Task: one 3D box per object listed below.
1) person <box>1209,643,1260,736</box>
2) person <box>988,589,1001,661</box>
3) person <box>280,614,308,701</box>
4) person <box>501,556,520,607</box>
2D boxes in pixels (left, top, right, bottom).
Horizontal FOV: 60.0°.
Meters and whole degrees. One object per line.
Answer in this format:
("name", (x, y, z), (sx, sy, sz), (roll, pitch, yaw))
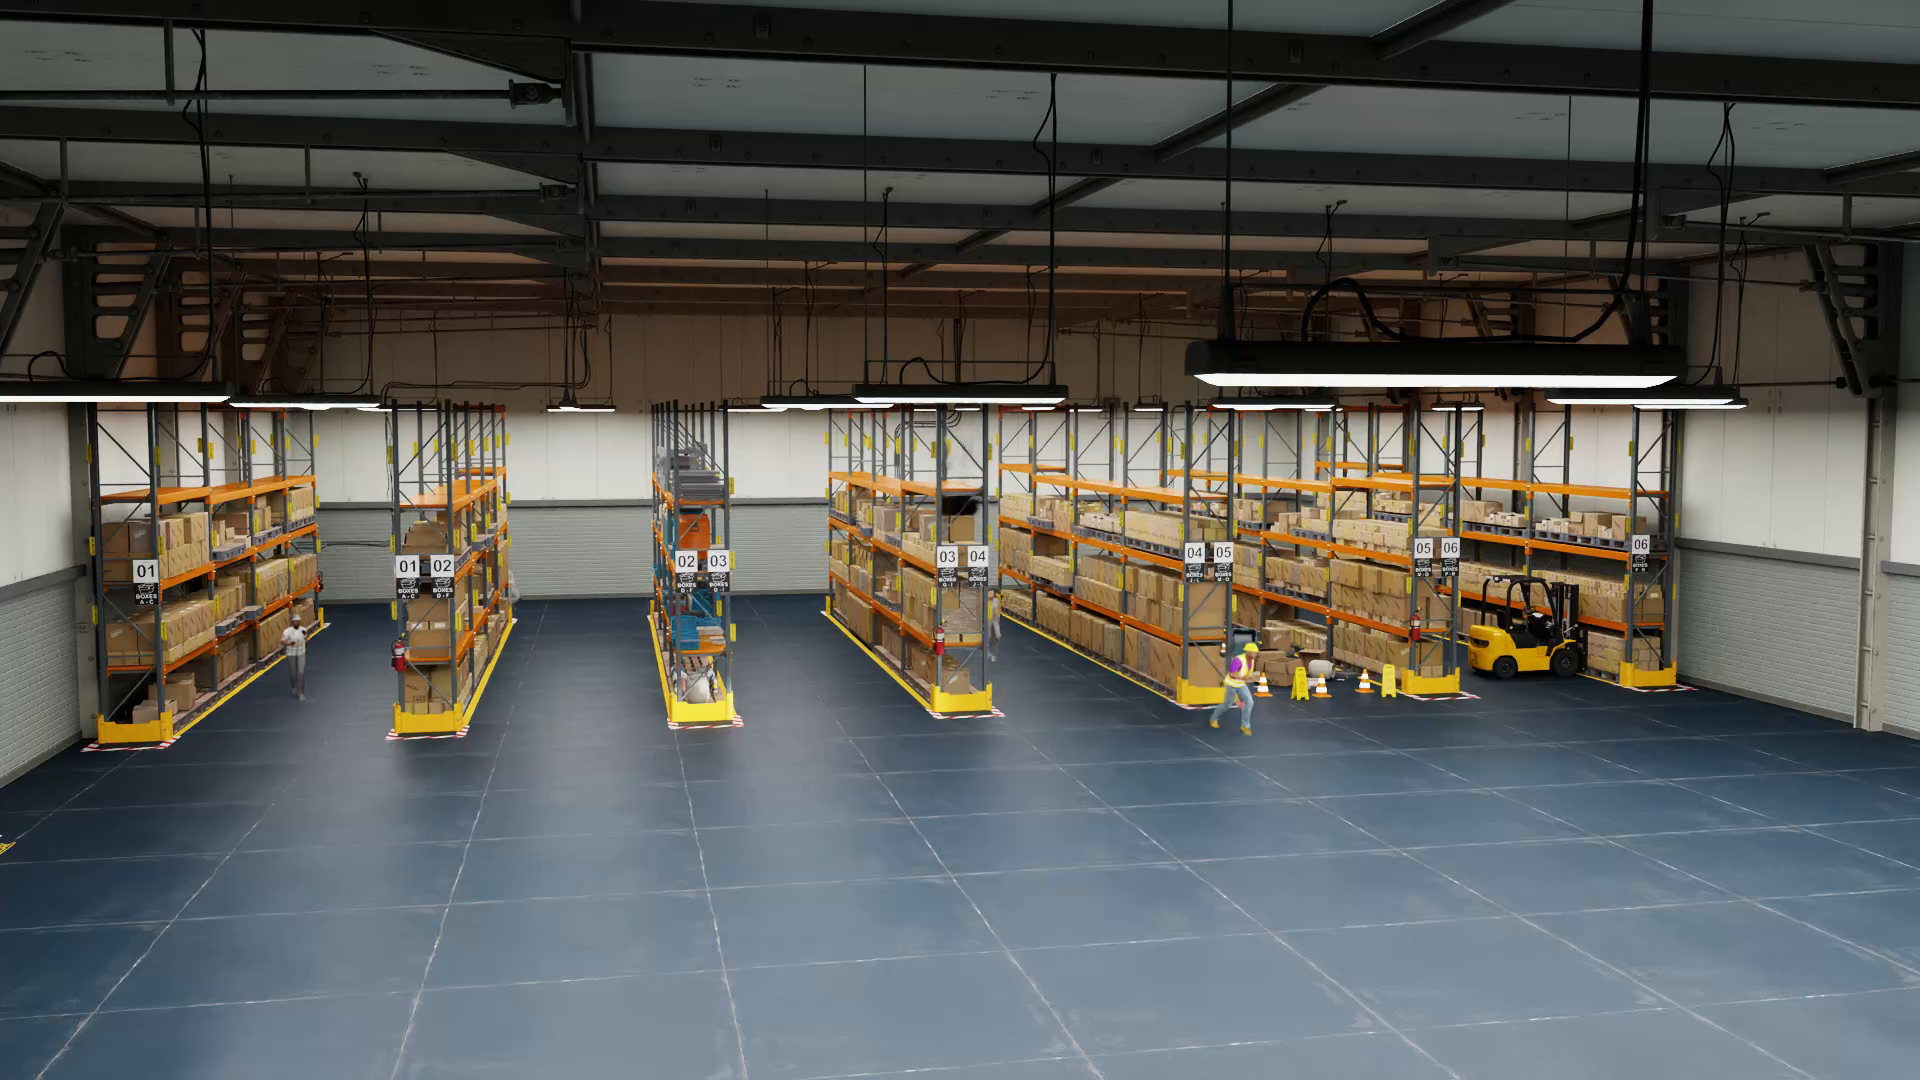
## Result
("person", (4.938, 2.667, 29.863), (1.025, 1.717, 0.747), (4, 6, 44))
("person", (0.707, 1.986, 38.813), (0.580, 1.736, 0.768), (-2, 5, -22))
("person", (-13.425, 2.354, 33.565), (0.556, 1.747, 0.816), (-2, 5, -29))
("person", (-12.749, 1.314, 46.930), (0.600, 1.751, 0.681), (0, 4, -1))
